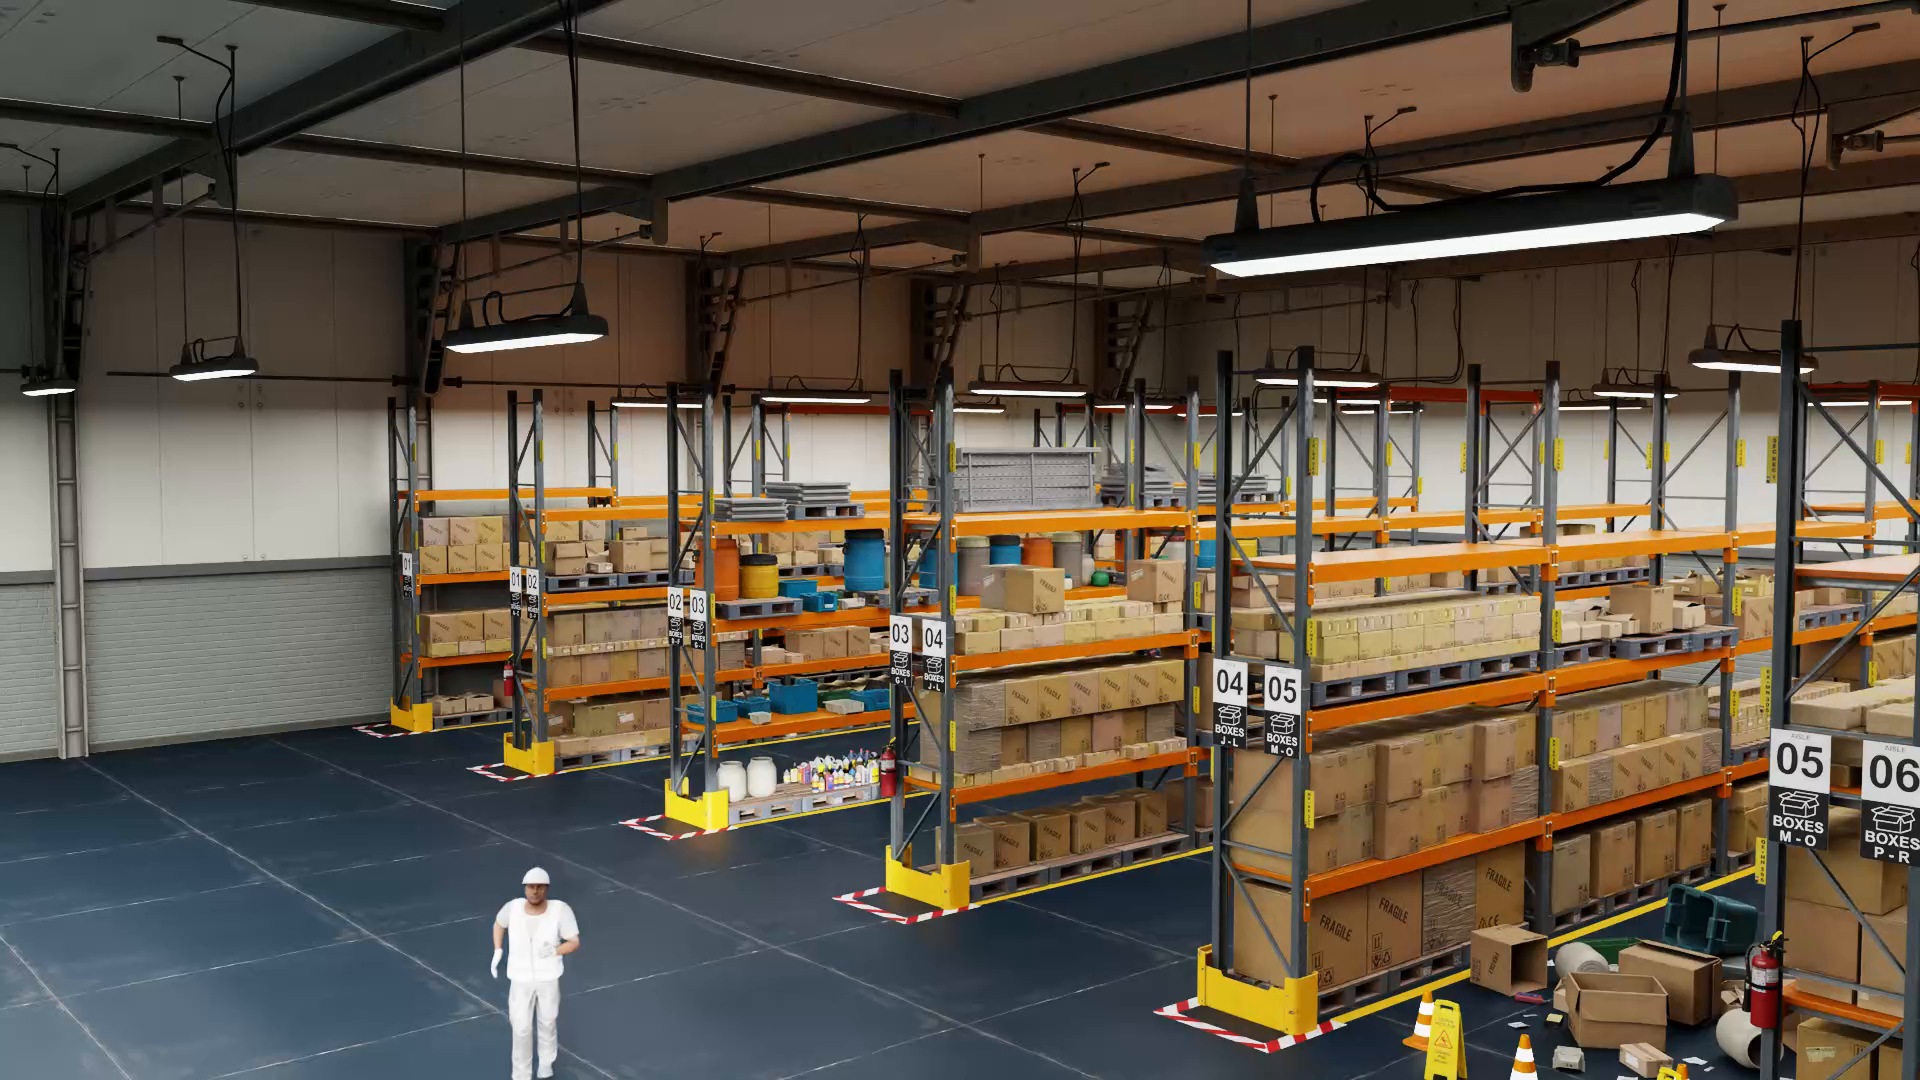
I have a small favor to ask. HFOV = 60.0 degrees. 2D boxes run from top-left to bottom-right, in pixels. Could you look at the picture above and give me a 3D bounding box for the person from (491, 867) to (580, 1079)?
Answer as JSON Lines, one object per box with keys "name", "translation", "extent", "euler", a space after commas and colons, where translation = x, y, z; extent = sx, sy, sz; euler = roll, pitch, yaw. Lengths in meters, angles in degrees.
{"name": "person", "translation": [-3.361, 3.495, 13.168], "extent": [0.682, 1.834, 0.790], "euler": [-1, 3, -12]}
